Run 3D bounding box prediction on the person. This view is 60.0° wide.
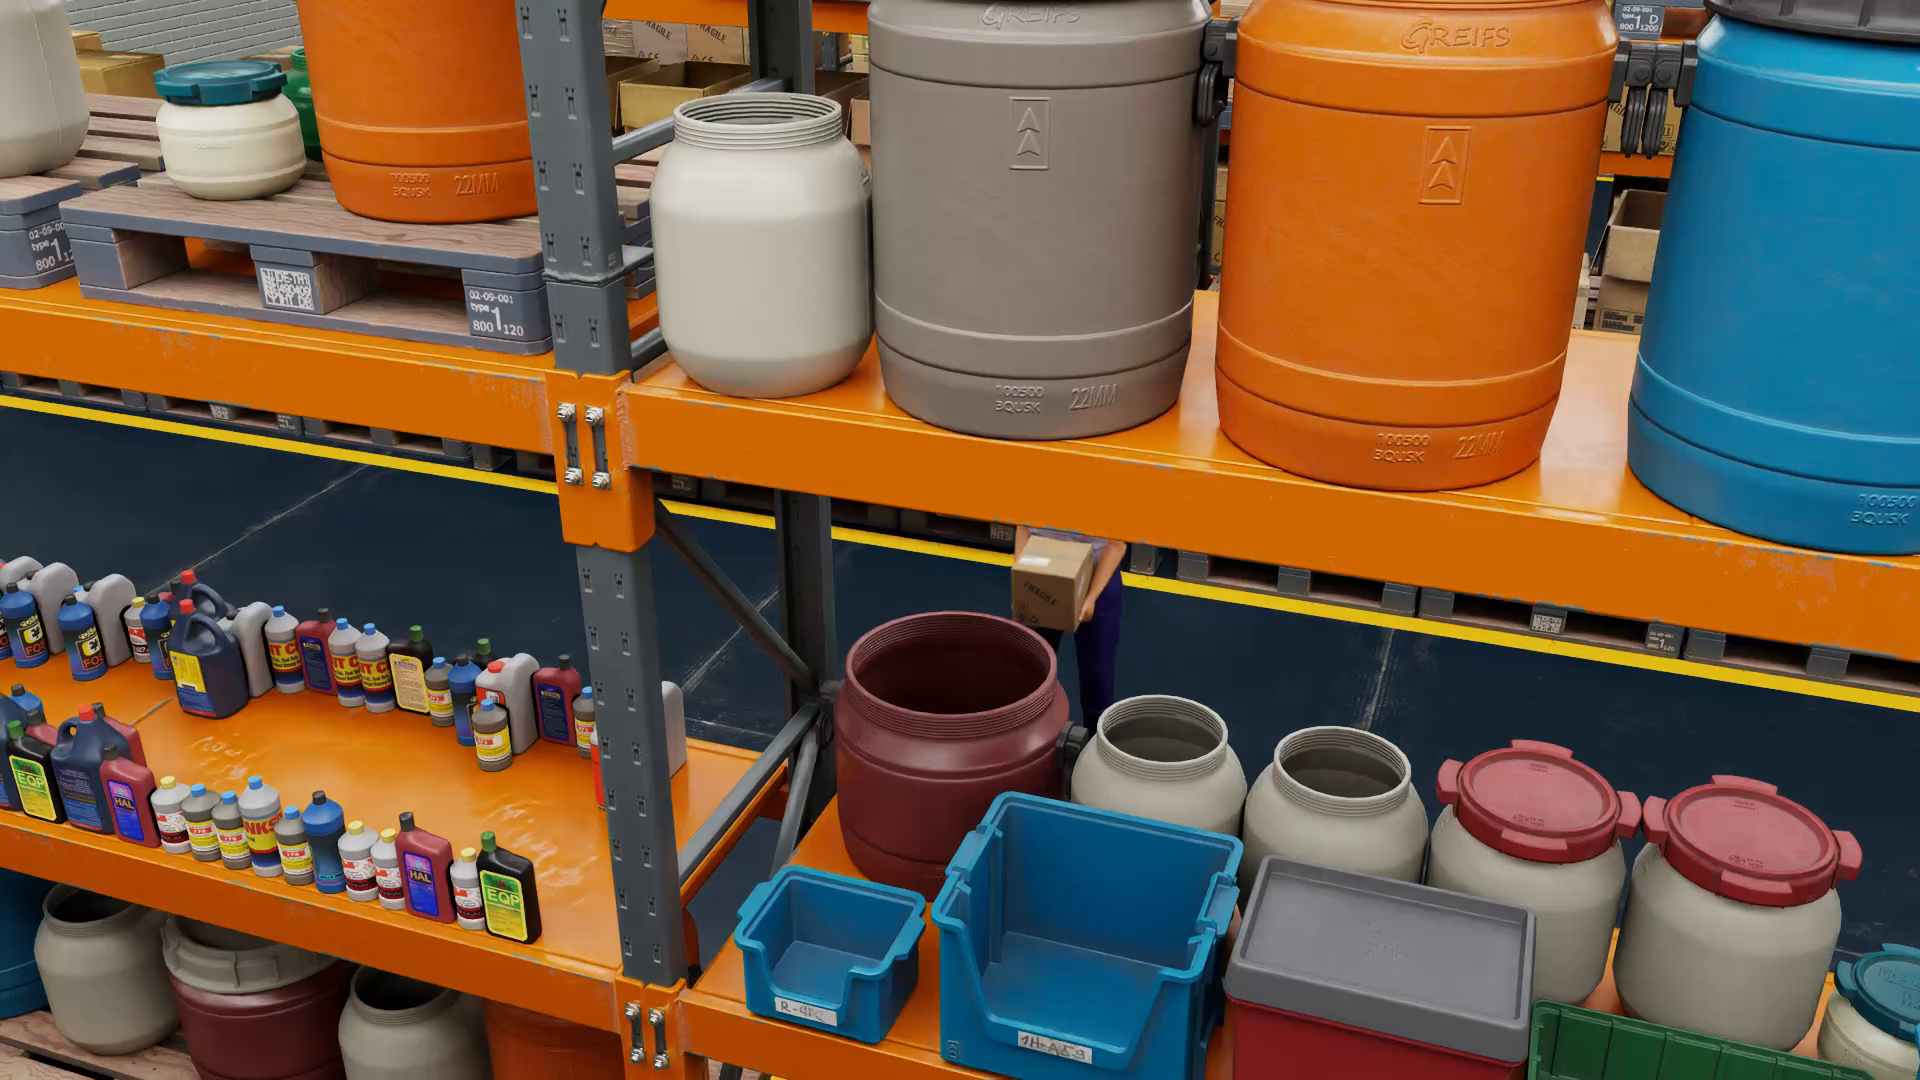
[{"bbox_3d":[0.453,0.312,6.729,0.451,1.432,0.362,9,27,18],"label":"person"}]
